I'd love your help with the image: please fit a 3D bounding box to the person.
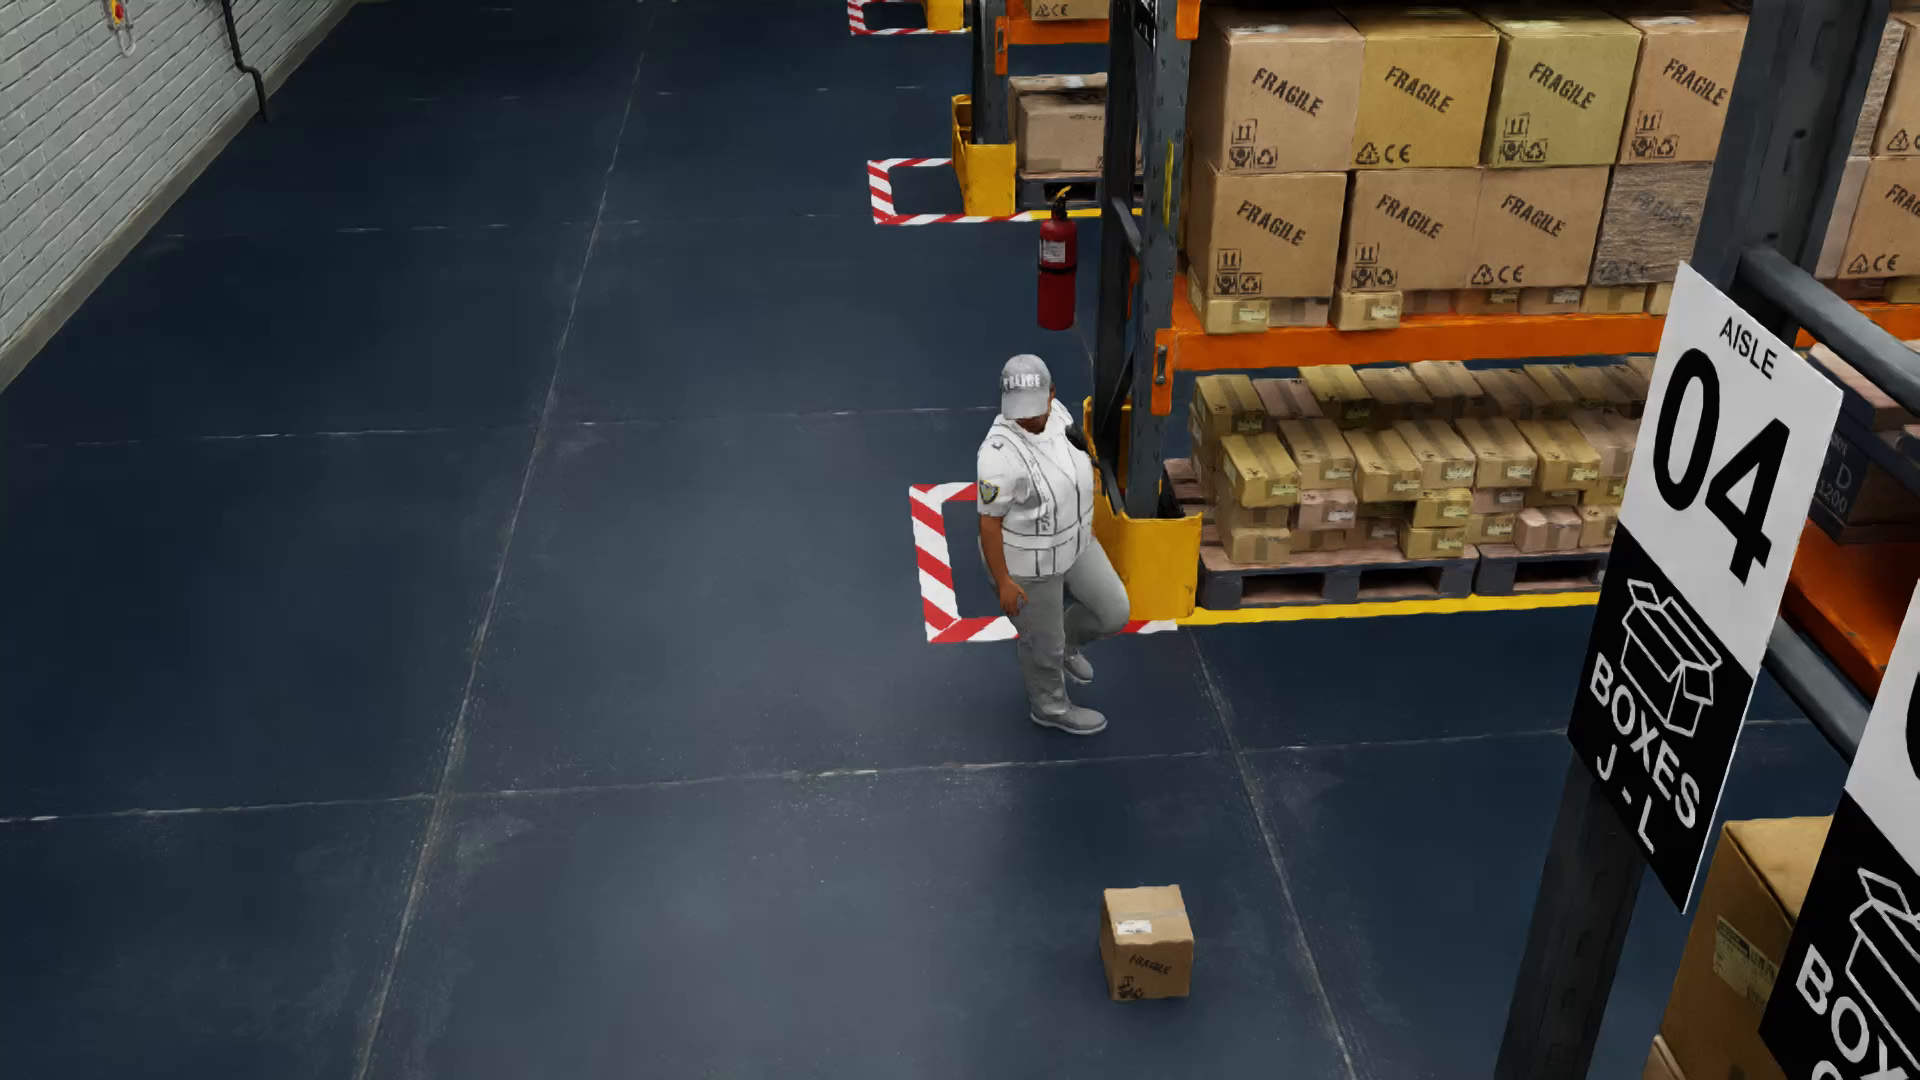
[{"bbox_3d":[0.350,0.046,6.066,0.483,1.653,0.649,19,36,29],"label":"person"}]
